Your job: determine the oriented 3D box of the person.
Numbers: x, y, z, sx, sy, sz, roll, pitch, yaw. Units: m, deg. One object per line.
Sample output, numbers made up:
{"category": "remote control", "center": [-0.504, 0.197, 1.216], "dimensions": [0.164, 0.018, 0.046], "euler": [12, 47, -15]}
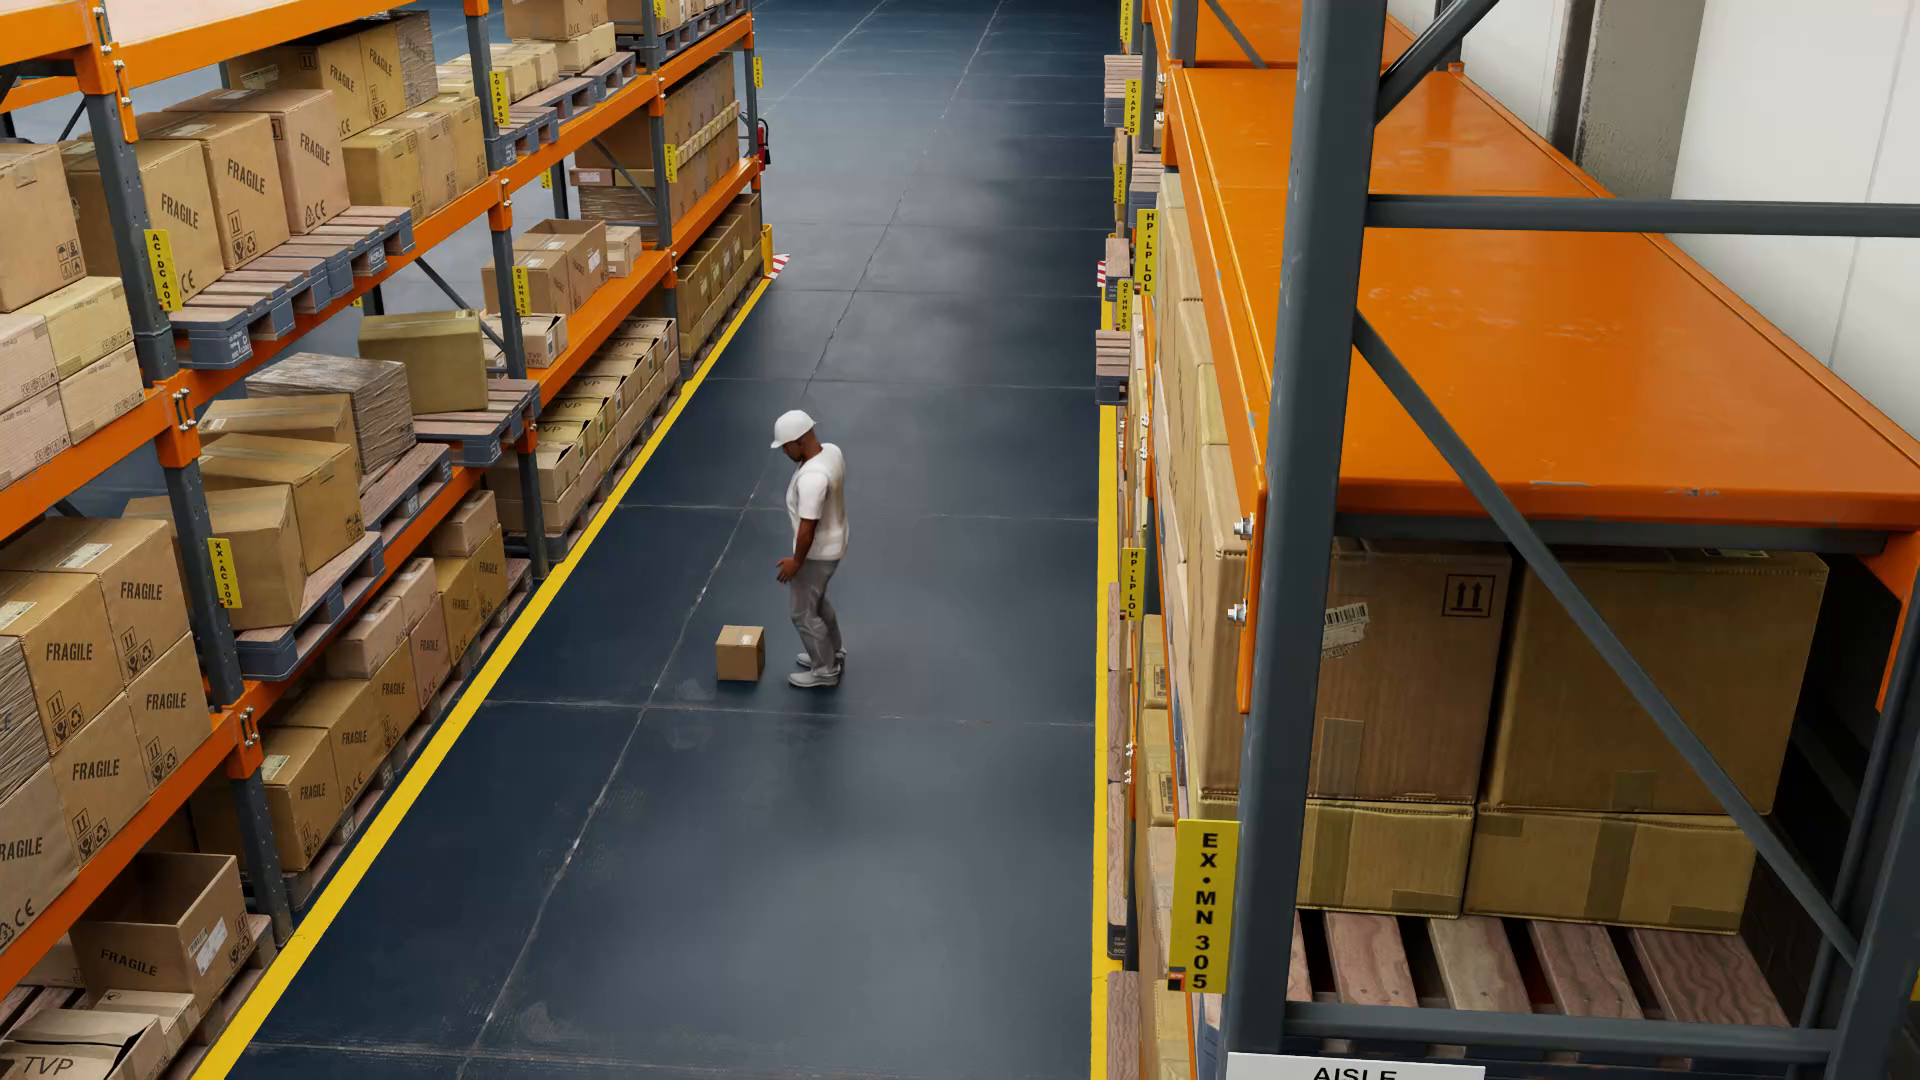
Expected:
{"category": "person", "center": [-0.884, 0.052, 9.908], "dimensions": [0.422, 1.732, 0.584], "euler": [2, 24, 5]}
